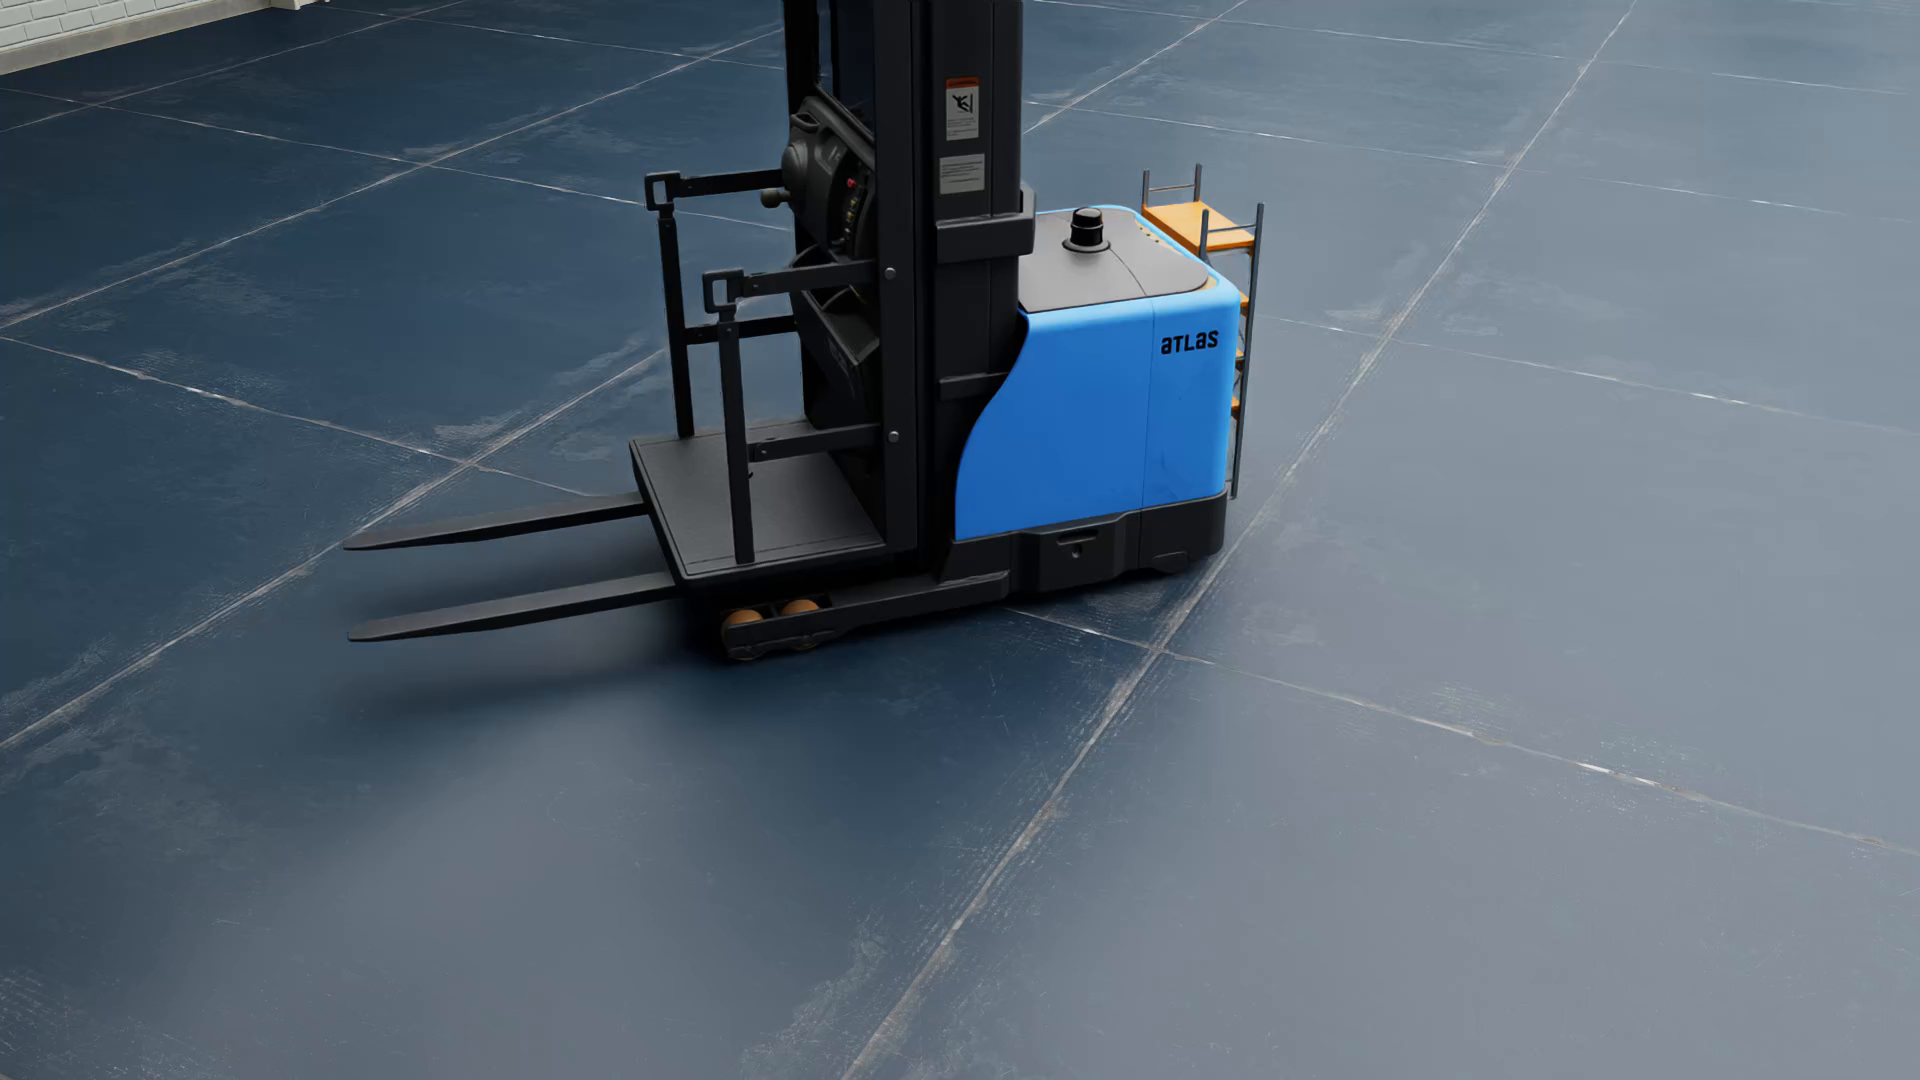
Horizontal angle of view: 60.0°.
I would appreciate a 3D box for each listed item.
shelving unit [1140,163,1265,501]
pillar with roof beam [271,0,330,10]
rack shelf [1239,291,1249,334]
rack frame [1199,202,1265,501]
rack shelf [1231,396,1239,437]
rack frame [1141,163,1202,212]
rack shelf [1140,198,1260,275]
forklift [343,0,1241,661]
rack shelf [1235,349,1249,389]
[{"bbox_3d":[0.890,-0.780,6.403,0.258,1.200,0.503,-10,31,-17],"label":"shelving unit"},{"bbox_3d":[-1.828,-7.526,10.319,9.100,9.000,0.400,14,33,23],"label":"pillar with roof beam"},{"bbox_3d":[0.890,-0.915,6.325,0.258,0.148,0.480,-10,31,-17],"label":"rack shelf"},{"bbox_3d":[0.972,-0.665,6.204,0.240,1.200,0.015,-10,31,-17],"label":"rack frame"},{"bbox_3d":[0.890,-0.549,6.536,0.258,0.148,0.480,-10,31,-17],"label":"rack shelf"},{"bbox_3d":[0.808,-0.894,6.602,0.240,1.200,0.015,-10,31,-17],"label":"rack frame"},{"bbox_3d":[0.890,-1.121,6.207,0.258,0.148,0.480,-10,31,-17],"label":"rack shelf"},{"bbox_3d":[-0.611,-1.165,5.336,3.031,2.935,1.130,-10,31,-17],"label":"forklift"},{"bbox_3d":[0.890,-0.722,6.437,0.258,0.148,0.480,-10,31,-17],"label":"rack shelf"}]
